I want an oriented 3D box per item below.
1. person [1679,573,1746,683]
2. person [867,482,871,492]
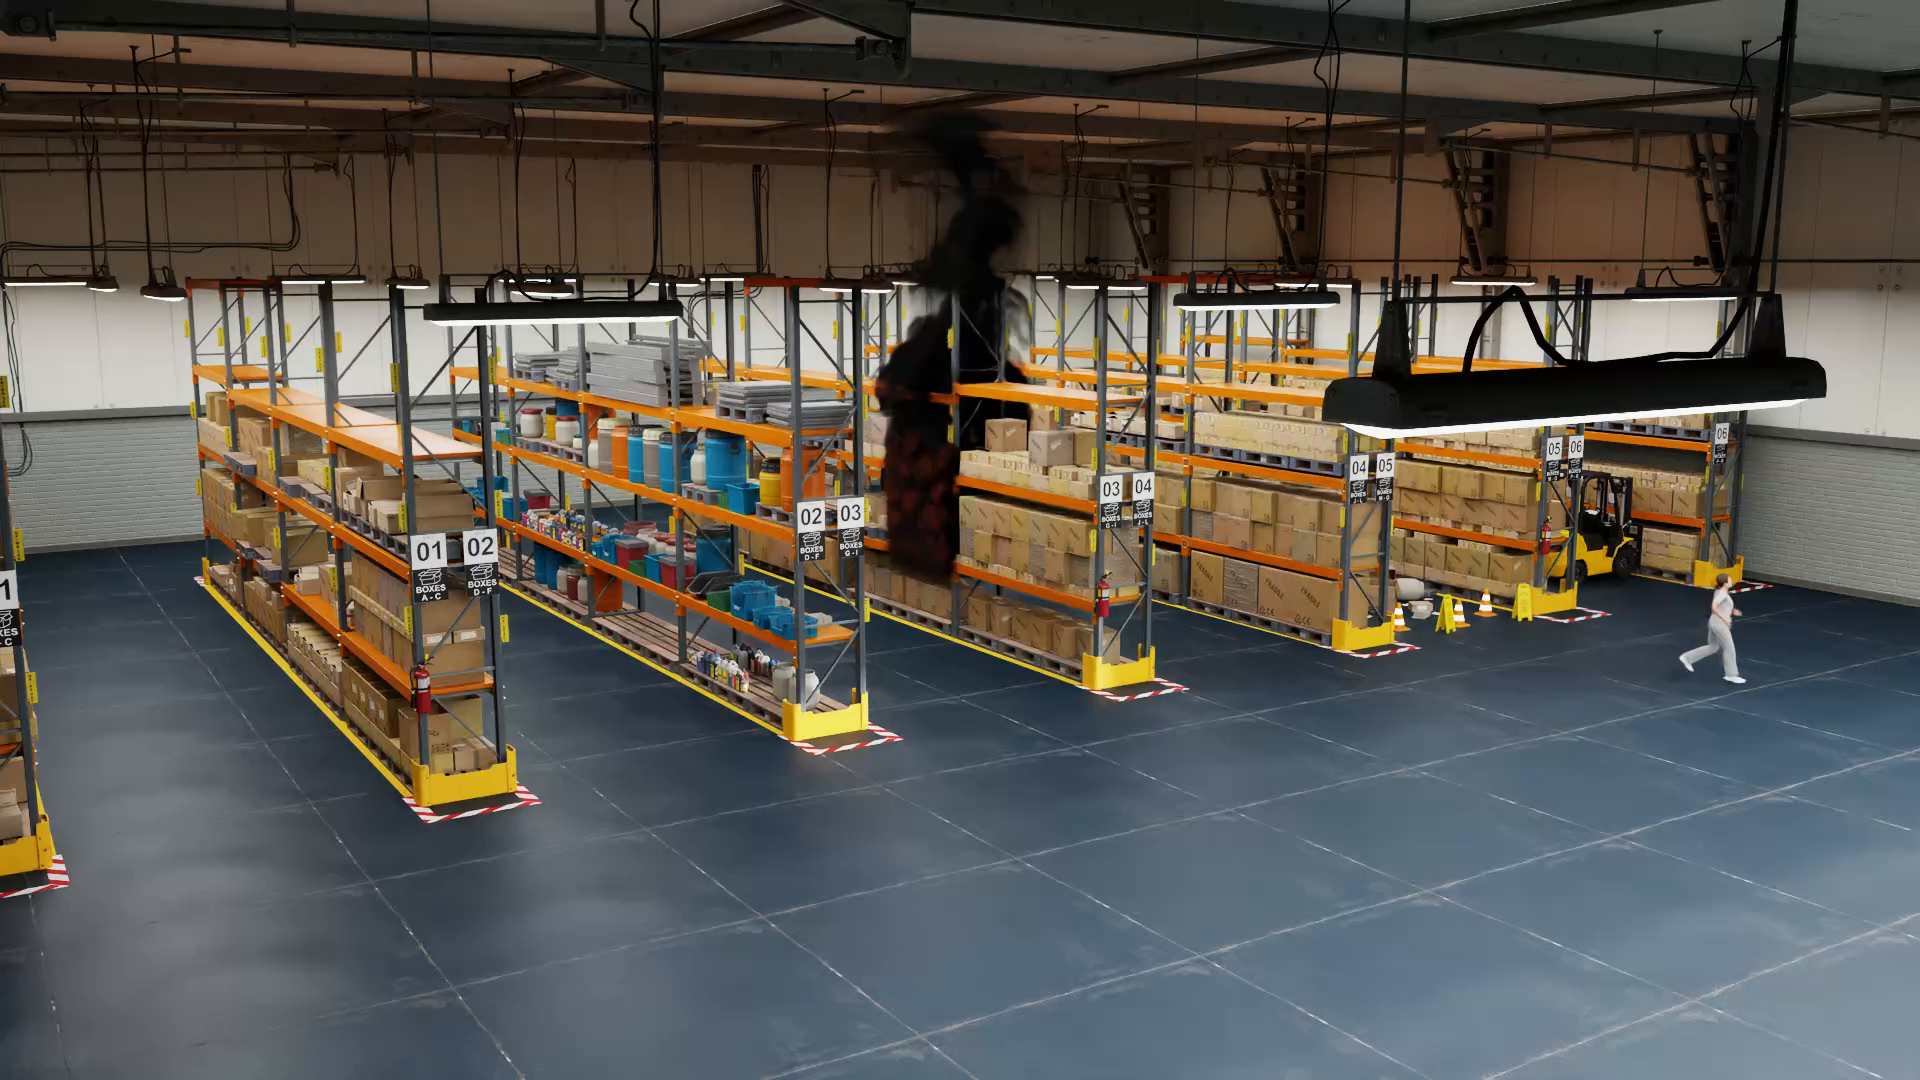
[{"bbox_3d":[11.460,1.320,25.139,0.899,1.668,0.577,3,10,15],"label":"person"},{"bbox_3d":[-1.996,-0.383,35.035,0.731,1.739,0.891,-6,11,-33],"label":"person"}]
